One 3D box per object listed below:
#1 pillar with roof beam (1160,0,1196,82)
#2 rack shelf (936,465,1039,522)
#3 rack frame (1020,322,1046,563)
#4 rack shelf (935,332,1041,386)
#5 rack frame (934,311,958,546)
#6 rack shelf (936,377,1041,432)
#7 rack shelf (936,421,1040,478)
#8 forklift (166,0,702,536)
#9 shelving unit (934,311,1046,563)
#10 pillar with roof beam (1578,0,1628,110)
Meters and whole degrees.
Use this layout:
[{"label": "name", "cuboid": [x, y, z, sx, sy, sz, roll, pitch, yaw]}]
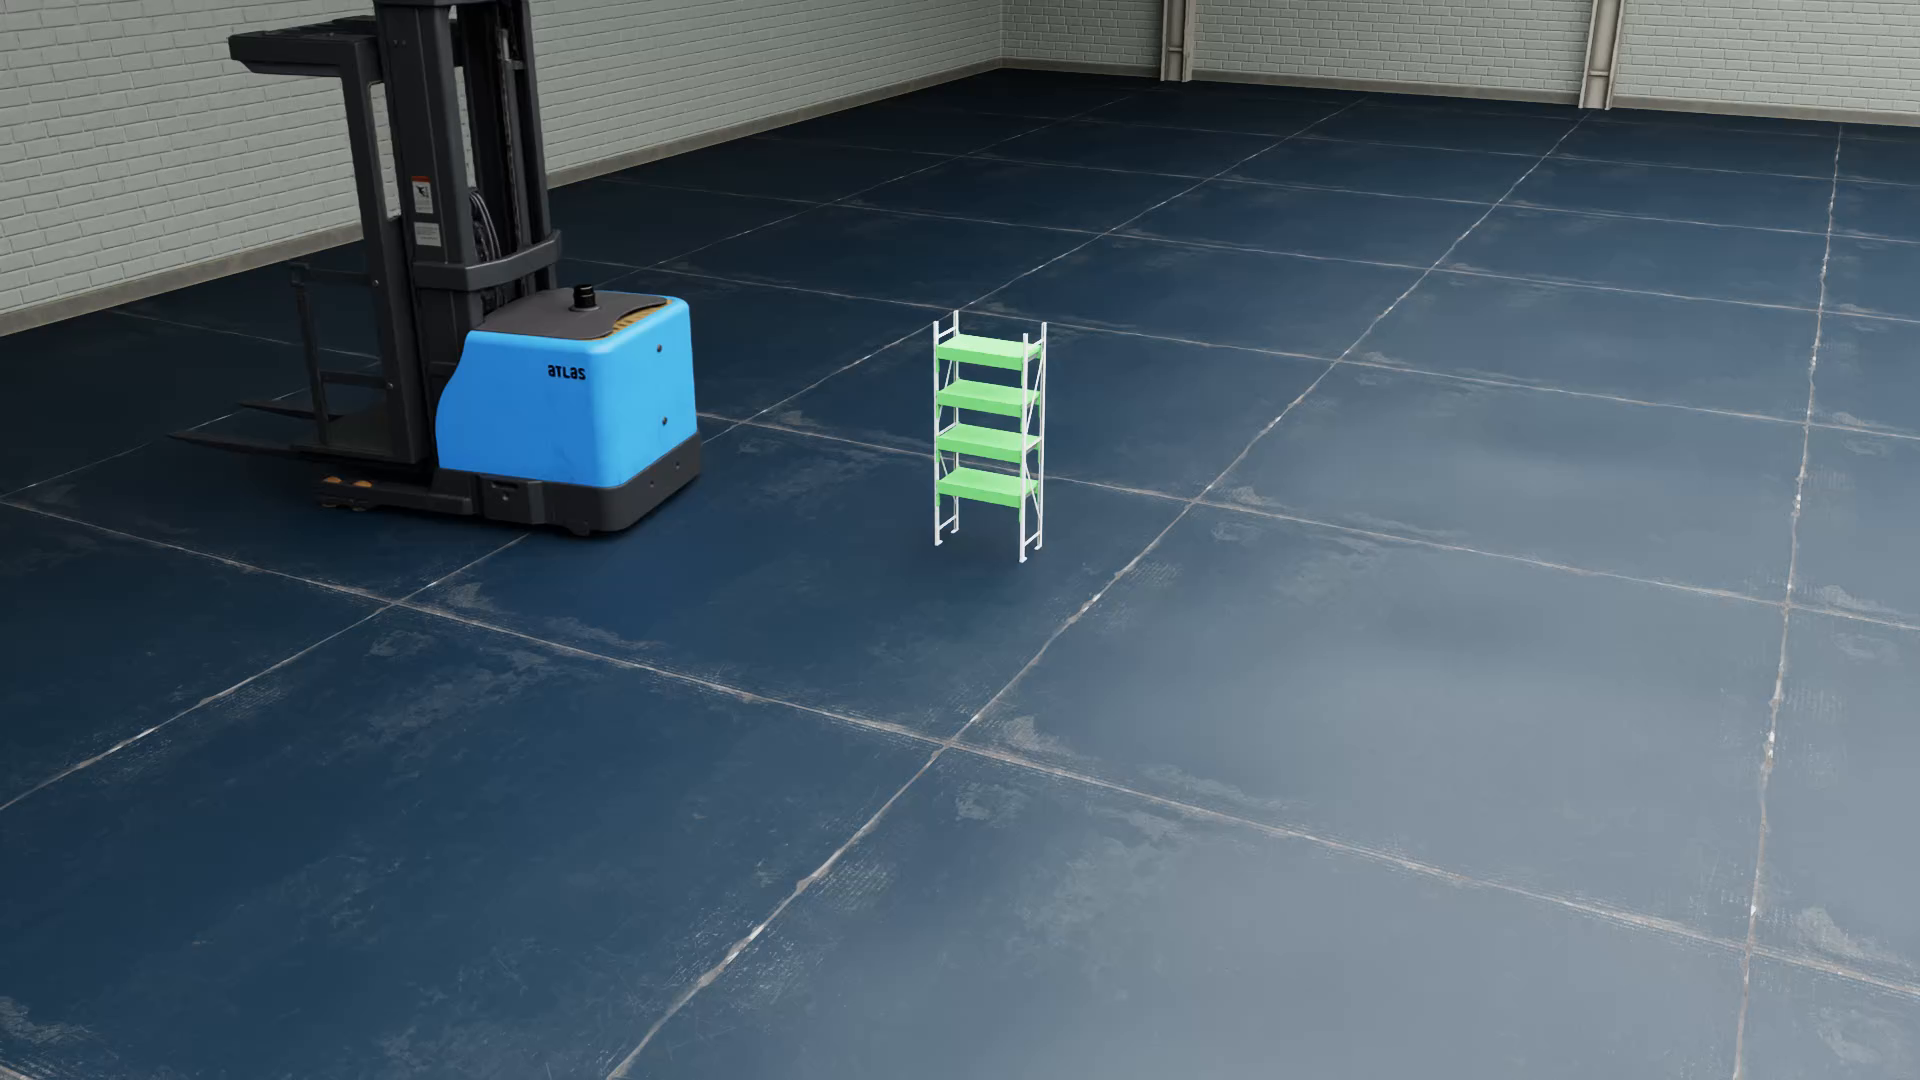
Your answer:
[{"label": "pillar with roof beam", "cuboid": [1.310, -9.562, 19.735, 0.400, 9.000, 9.100, 11, 25, 25]}, {"label": "rack shelf", "cuboid": [0.148, -0.243, 8.565, 0.480, 0.148, 0.258, 11, 25, 25]}, {"label": "rack frame", "cuboid": [0.365, -0.480, 8.345, 0.015, 1.200, 0.240, 11, 25, 25]}, {"label": "rack shelf", "cuboid": [0.148, -0.906, 8.284, 0.480, 0.148, 0.258, 11, 25, 25]}, {"label": "rack frame", "cuboid": [-0.070, -0.566, 8.548, 0.015, 1.200, 0.240, 11, 25, 25]}, {"label": "rack shelf", "cuboid": [0.148, -0.685, 8.378, 0.480, 0.148, 0.258, 11, 25, 25]}, {"label": "rack shelf", "cuboid": [0.148, -0.464, 8.471, 0.480, 0.148, 0.258, 11, 25, 25]}, {"label": "forklift", "cuboid": [-3.048, -1.693, 8.985, 3.031, 2.935, 1.130, 7, 24, 16]}, {"label": "shelving unit", "cuboid": [0.148, -0.523, 8.446, 0.503, 1.200, 0.258, 11, 25, 25]}, {"label": "pillar with roof beam", "cuboid": [6.664, -8.502, 17.243, 0.400, 9.000, 9.100, 11, 25, 25]}]
